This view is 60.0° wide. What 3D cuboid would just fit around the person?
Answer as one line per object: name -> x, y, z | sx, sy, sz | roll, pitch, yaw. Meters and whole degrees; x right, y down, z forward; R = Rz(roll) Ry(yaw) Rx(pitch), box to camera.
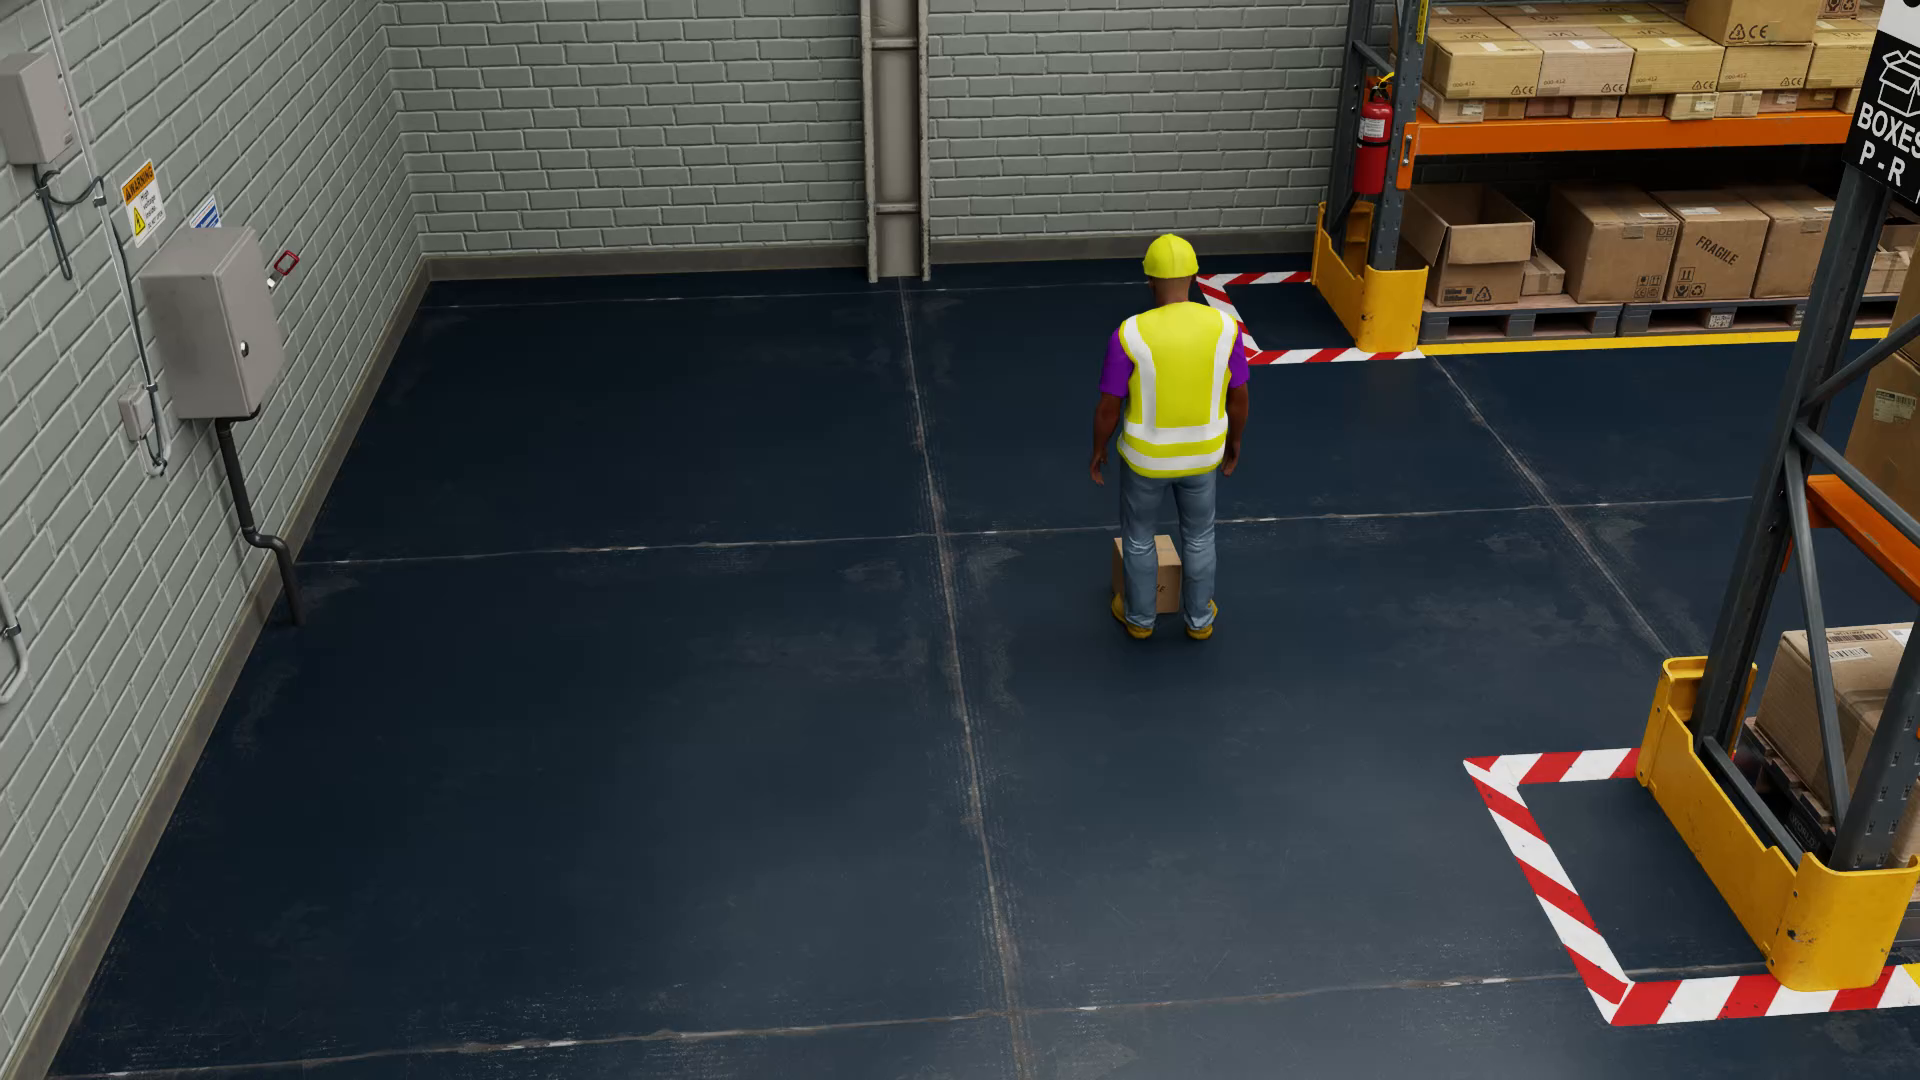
person -> 0.842, -0.377, 6.743 | 0.637, 1.761, 0.456 | -4, 31, -7
